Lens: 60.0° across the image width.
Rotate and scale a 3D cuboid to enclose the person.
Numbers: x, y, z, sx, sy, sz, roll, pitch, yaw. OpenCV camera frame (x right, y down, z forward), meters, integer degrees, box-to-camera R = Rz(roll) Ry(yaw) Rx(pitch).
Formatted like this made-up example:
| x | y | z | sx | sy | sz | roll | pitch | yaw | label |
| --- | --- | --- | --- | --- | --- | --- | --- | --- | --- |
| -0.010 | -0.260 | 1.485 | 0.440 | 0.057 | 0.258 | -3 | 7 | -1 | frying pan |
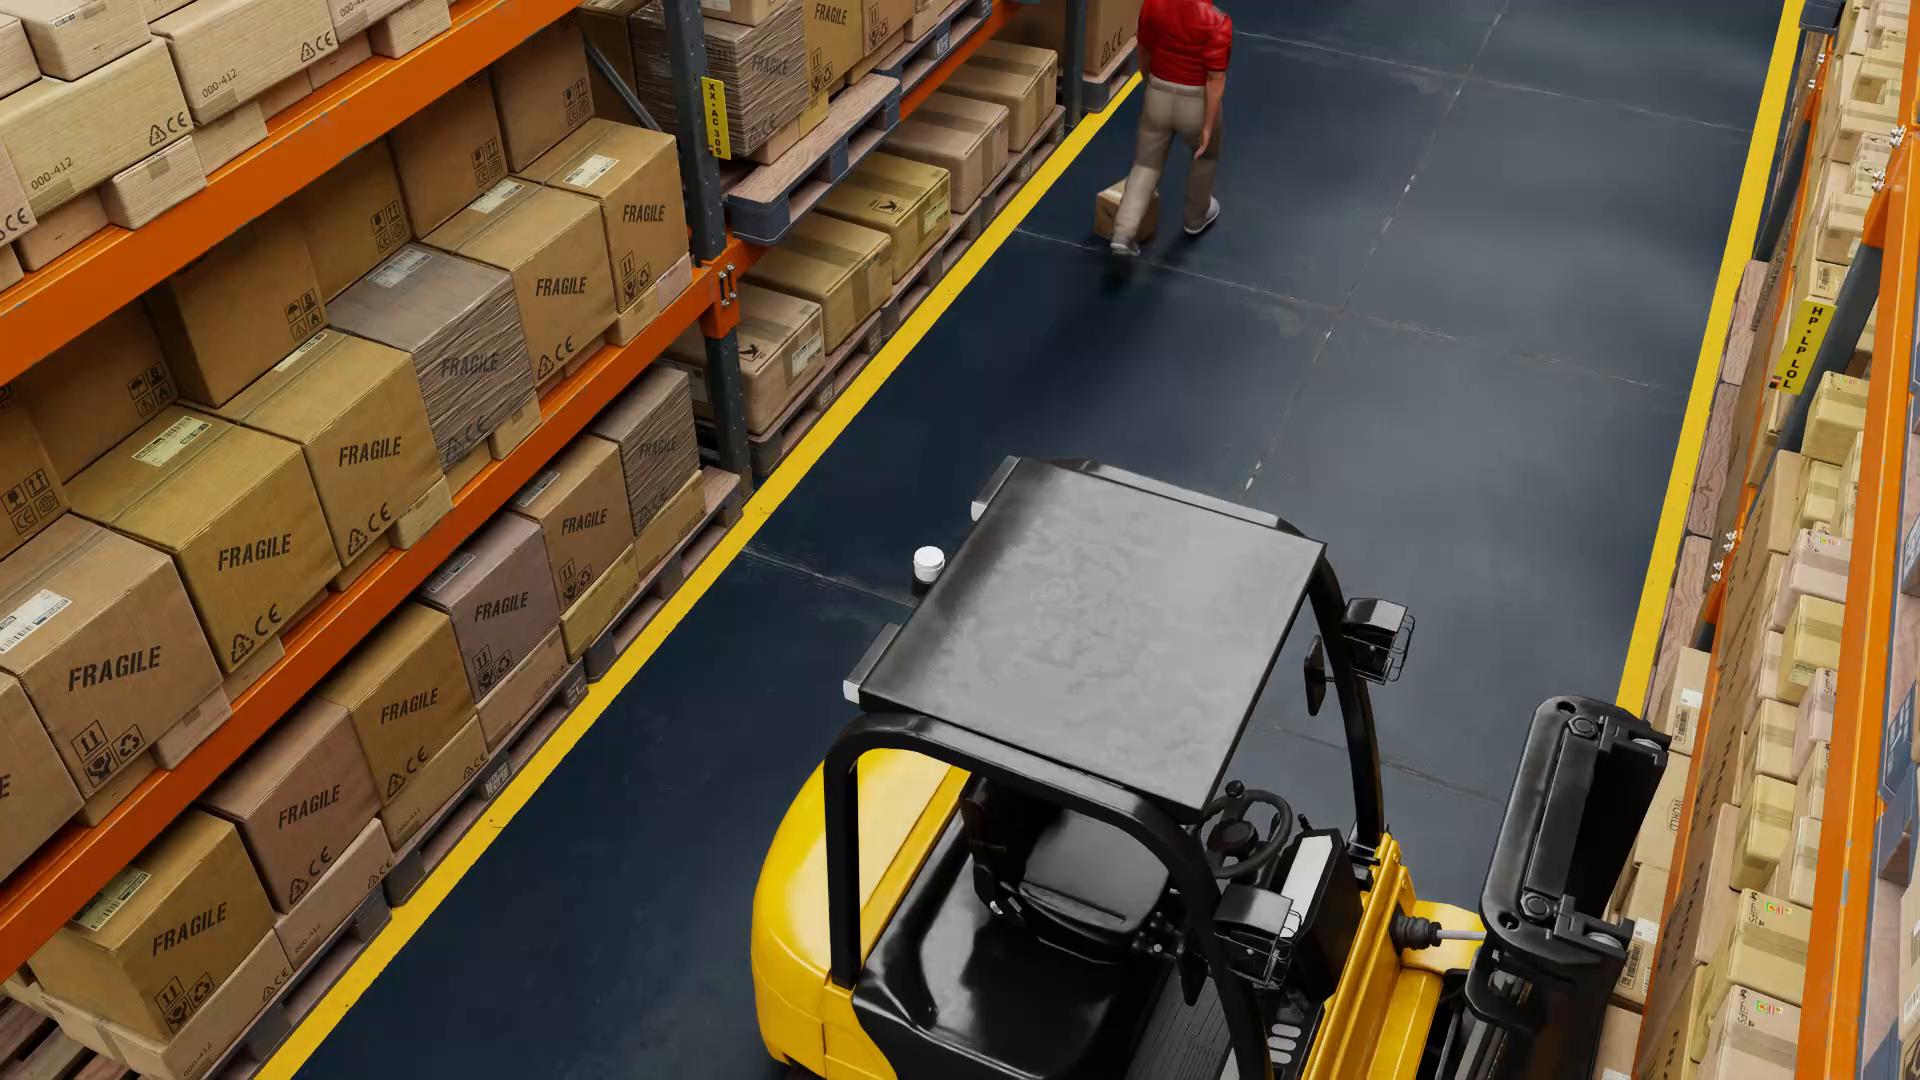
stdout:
| x | y | z | sx | sy | sz | roll | pitch | yaw | label |
| --- | --- | --- | --- | --- | --- | --- | --- | --- | --- |
| 1.140 | -2.275 | 8.710 | 0.540 | 1.680 | 0.972 | 18 | 45 | 19 | person |
